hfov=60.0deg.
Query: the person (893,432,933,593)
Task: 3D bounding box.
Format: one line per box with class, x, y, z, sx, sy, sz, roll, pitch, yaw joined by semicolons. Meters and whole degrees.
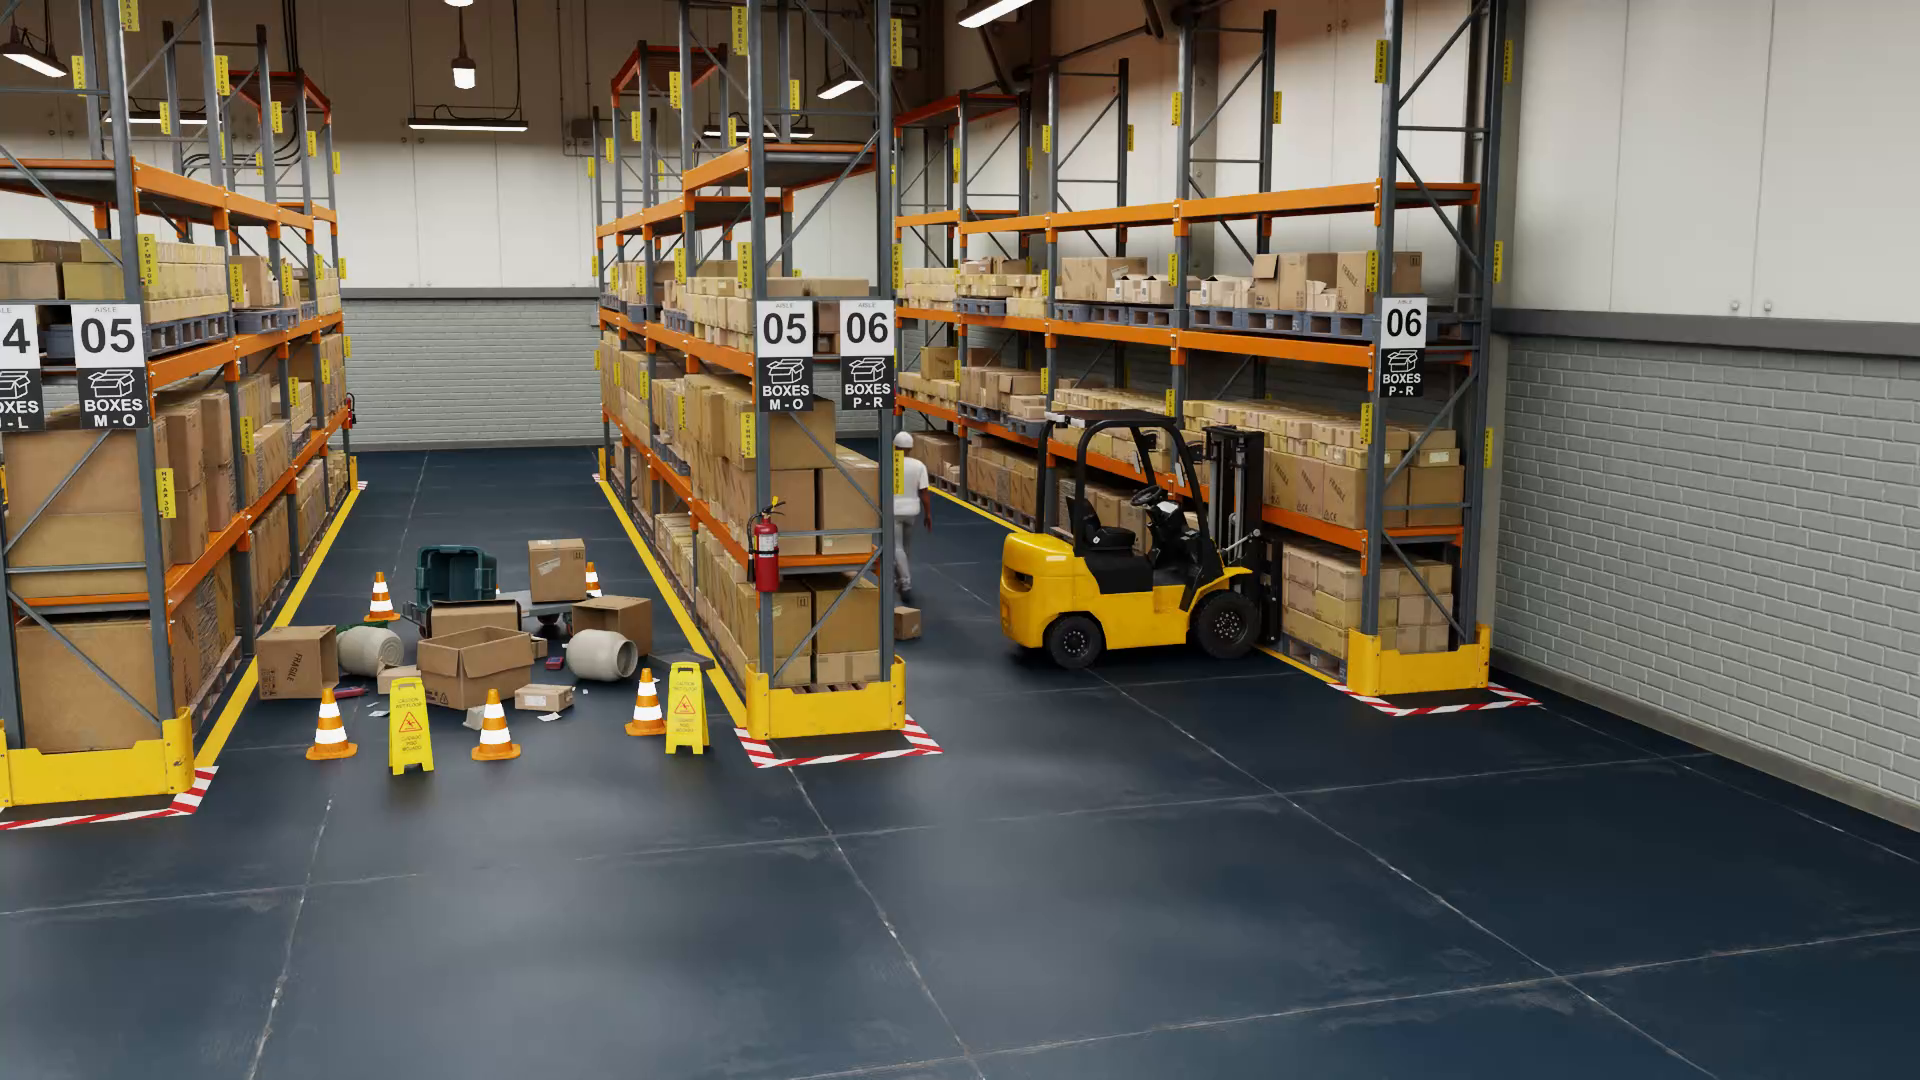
person;-0.647;-0.302;17.712;0.604;1.718;1.081;-4;10;-22
